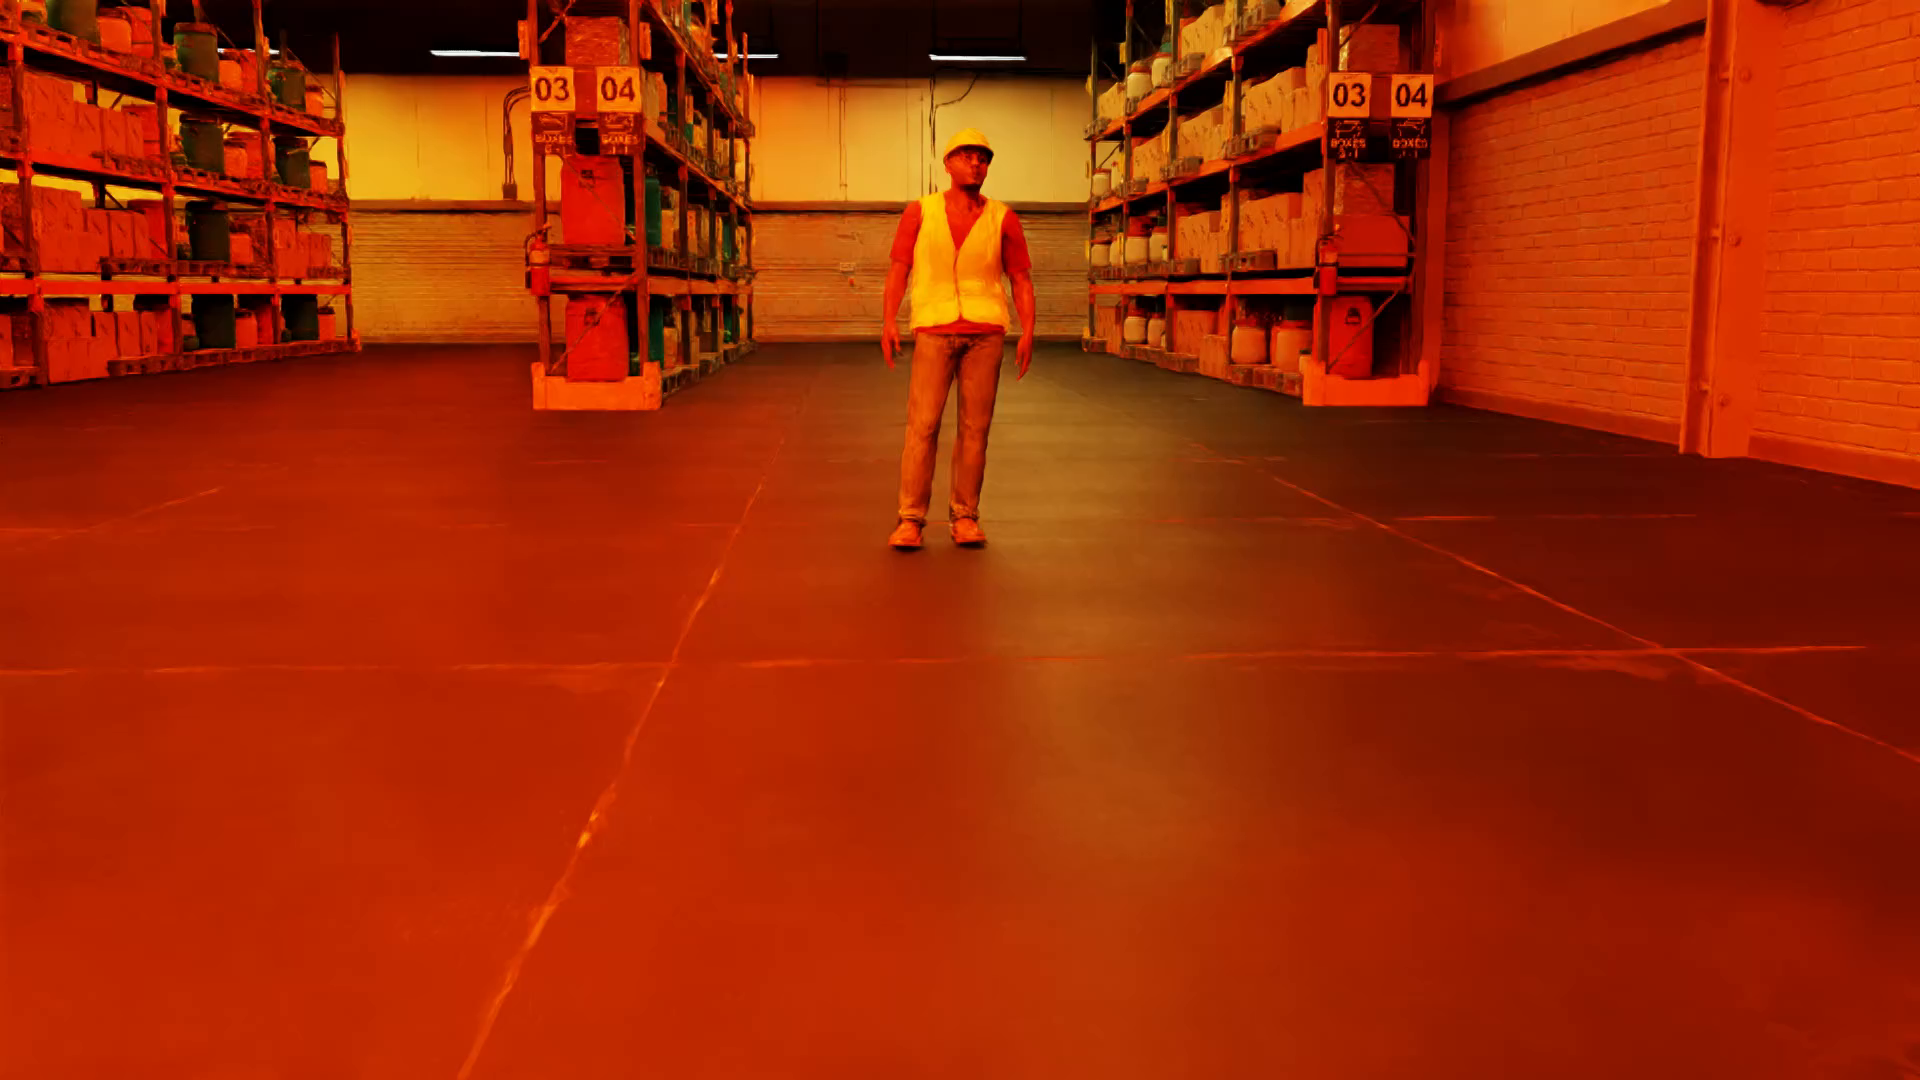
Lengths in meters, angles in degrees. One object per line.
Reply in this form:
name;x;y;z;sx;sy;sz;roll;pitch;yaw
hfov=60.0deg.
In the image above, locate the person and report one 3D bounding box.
person;-0.001;-0.870;7.110;0.665;1.766;0.576;-1;8;-4
